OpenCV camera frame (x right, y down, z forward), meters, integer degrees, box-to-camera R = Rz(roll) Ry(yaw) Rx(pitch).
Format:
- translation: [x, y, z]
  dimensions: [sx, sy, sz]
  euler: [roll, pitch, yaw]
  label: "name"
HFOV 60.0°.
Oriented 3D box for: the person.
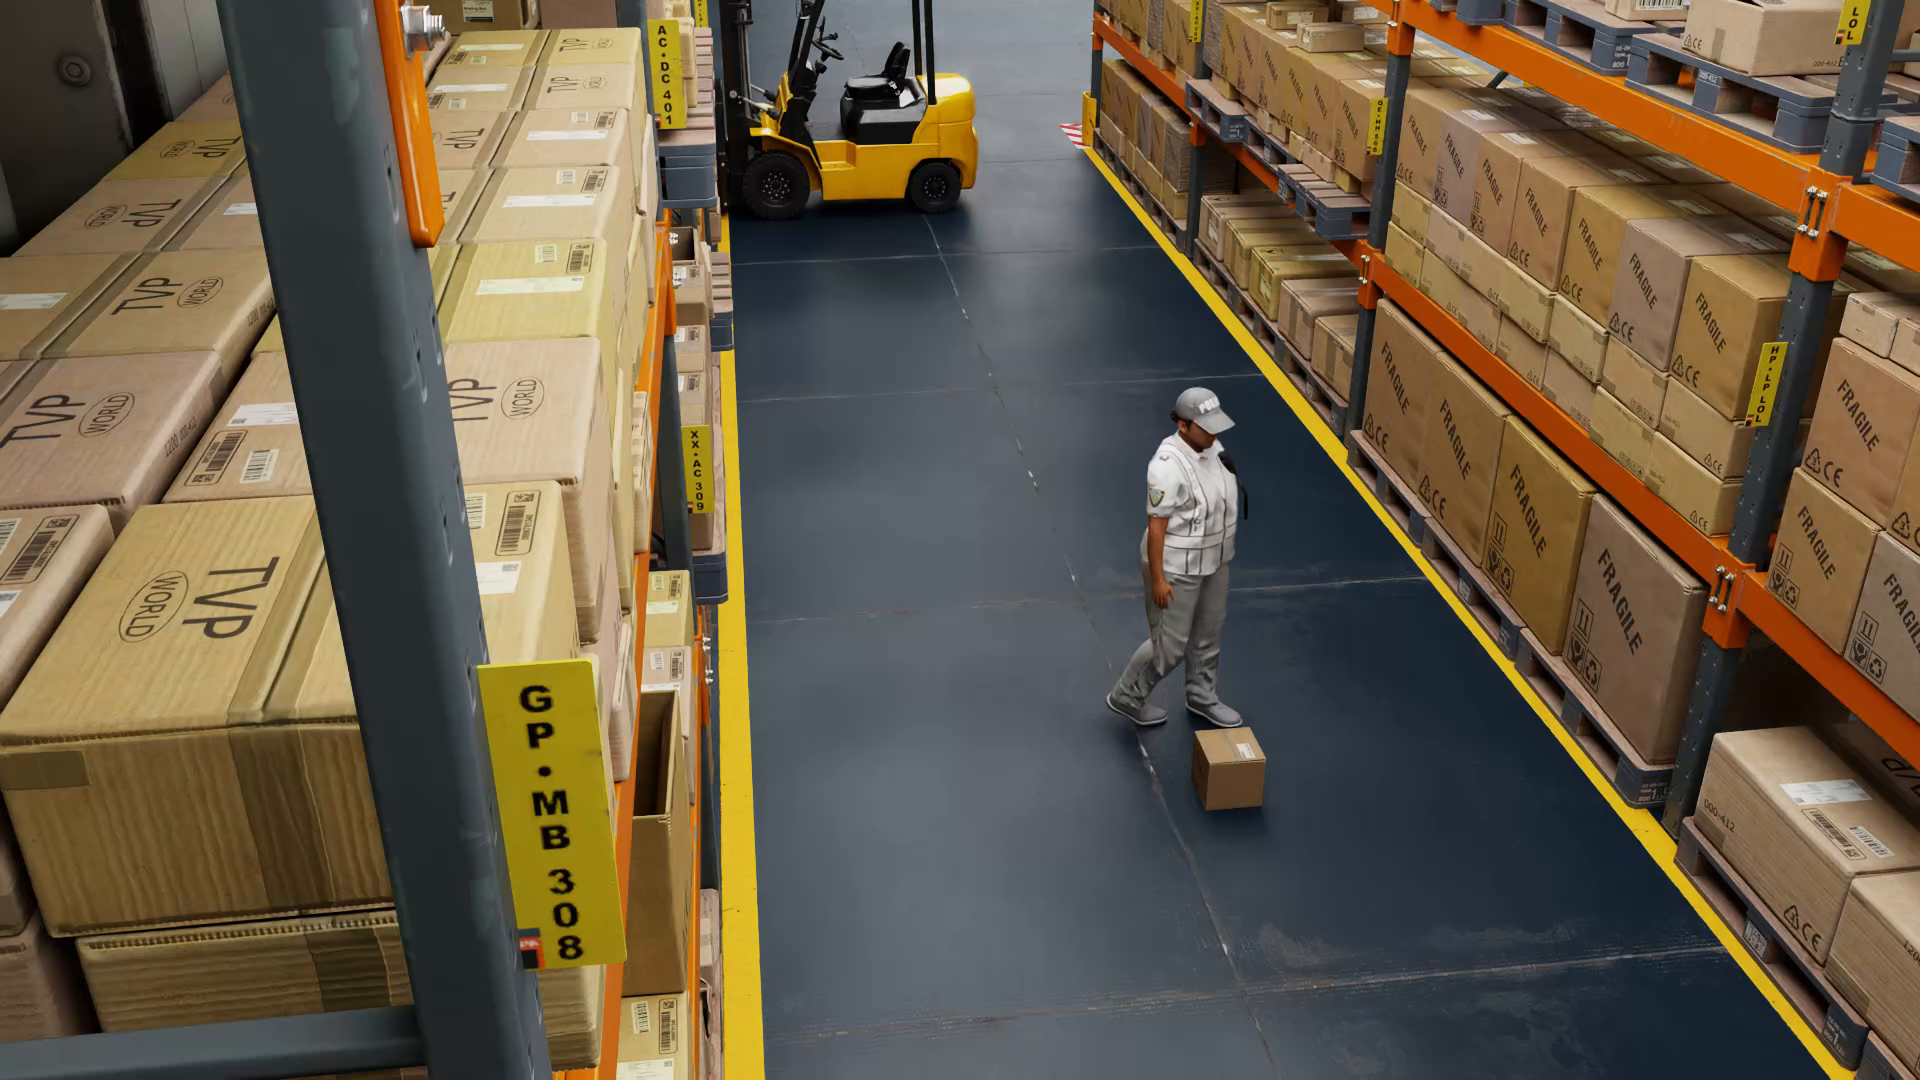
- translation: [1.015, 0.106, 7.402]
  dimensions: [0.542, 1.674, 0.497]
  euler: [22, 35, 36]
  label: "person"
